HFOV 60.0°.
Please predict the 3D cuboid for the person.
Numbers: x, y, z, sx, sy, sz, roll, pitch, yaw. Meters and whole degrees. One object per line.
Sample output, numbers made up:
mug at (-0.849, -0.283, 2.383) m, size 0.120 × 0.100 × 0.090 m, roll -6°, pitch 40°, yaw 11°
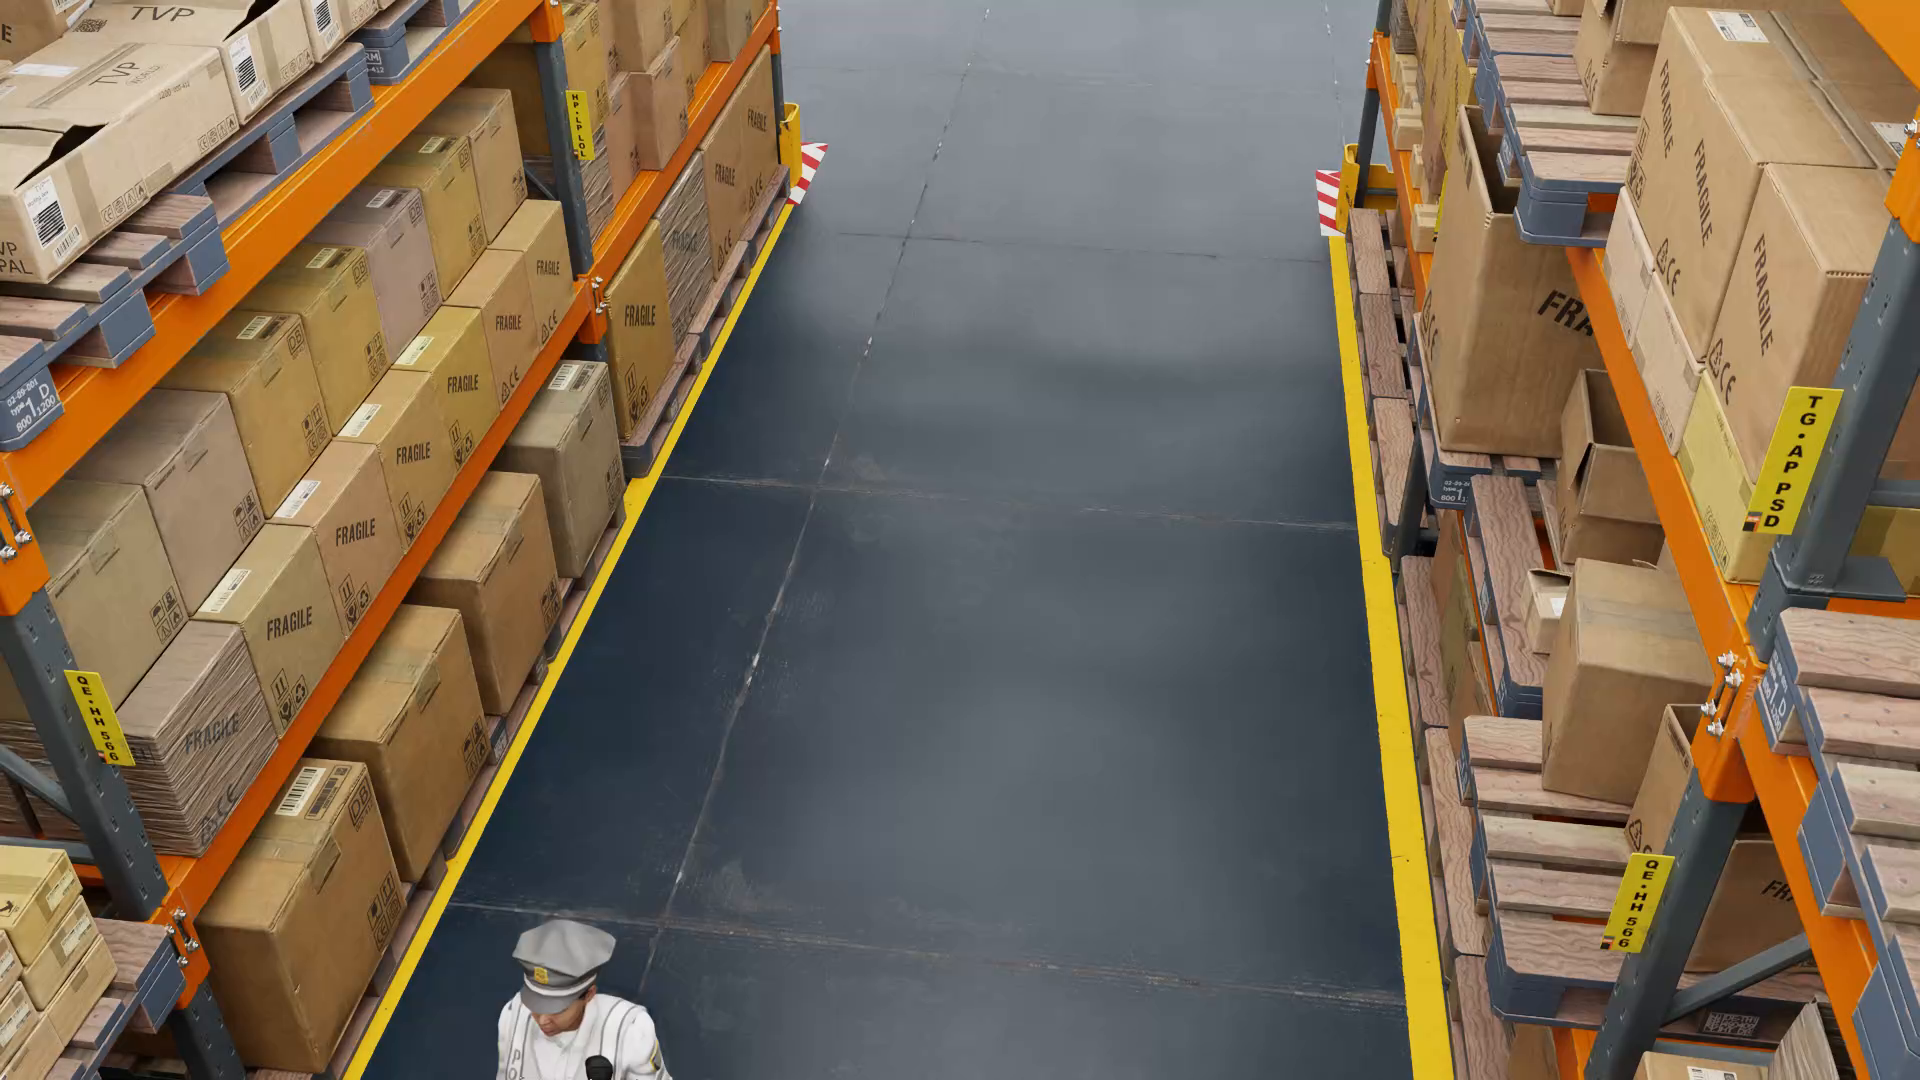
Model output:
person at (-1.034, 1.737, 4.669) m, size 0.522 × 1.747 × 0.496 m, roll 8°, pitch 37°, yaw 10°
